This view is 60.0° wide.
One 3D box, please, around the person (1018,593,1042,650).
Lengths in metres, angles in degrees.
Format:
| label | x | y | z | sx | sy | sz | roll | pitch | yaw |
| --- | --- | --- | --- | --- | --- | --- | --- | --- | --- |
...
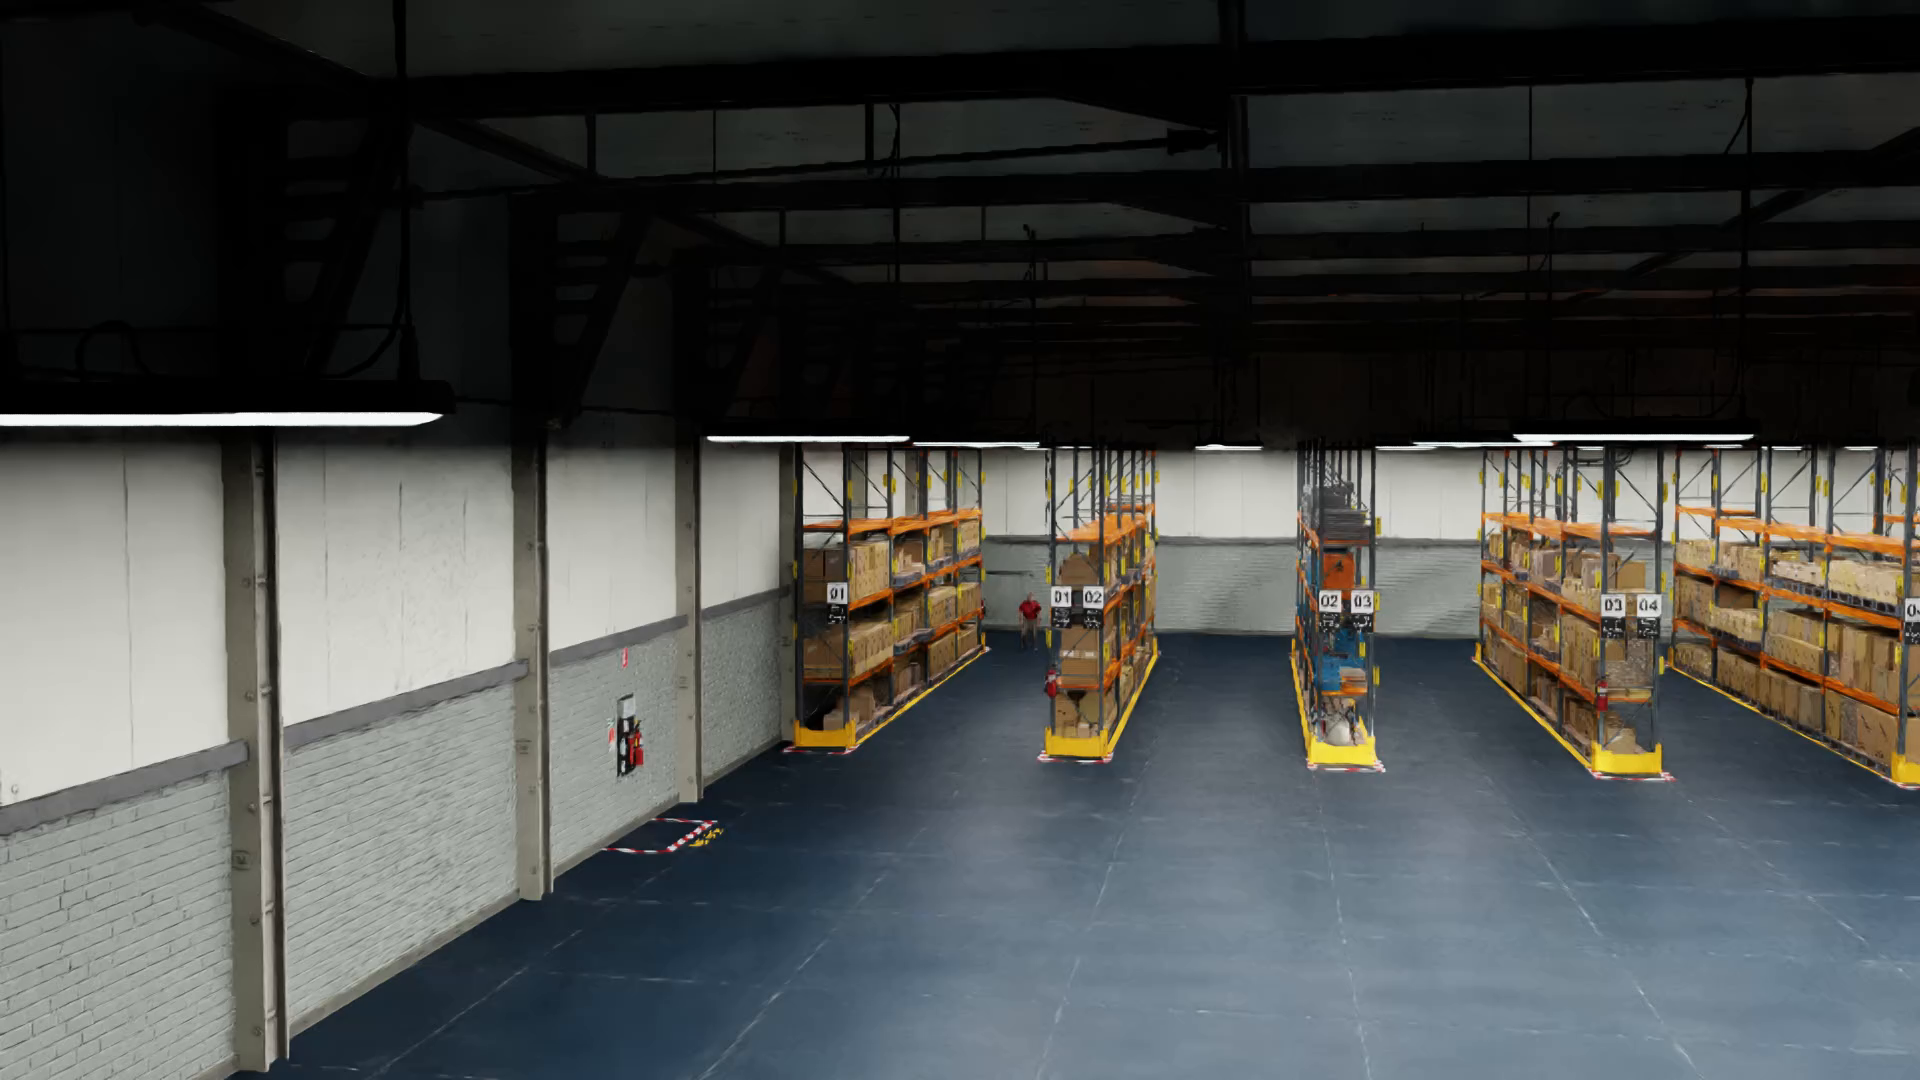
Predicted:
| label | x | y | z | sx | sy | sz | roll | pitch | yaw |
| --- | --- | --- | --- | --- | --- | --- | --- | --- | --- |
| person | 2.018 | 2.353 | 47.989 | 0.682 | 1.676 | 0.529 | 0 | 3 | 8 |
